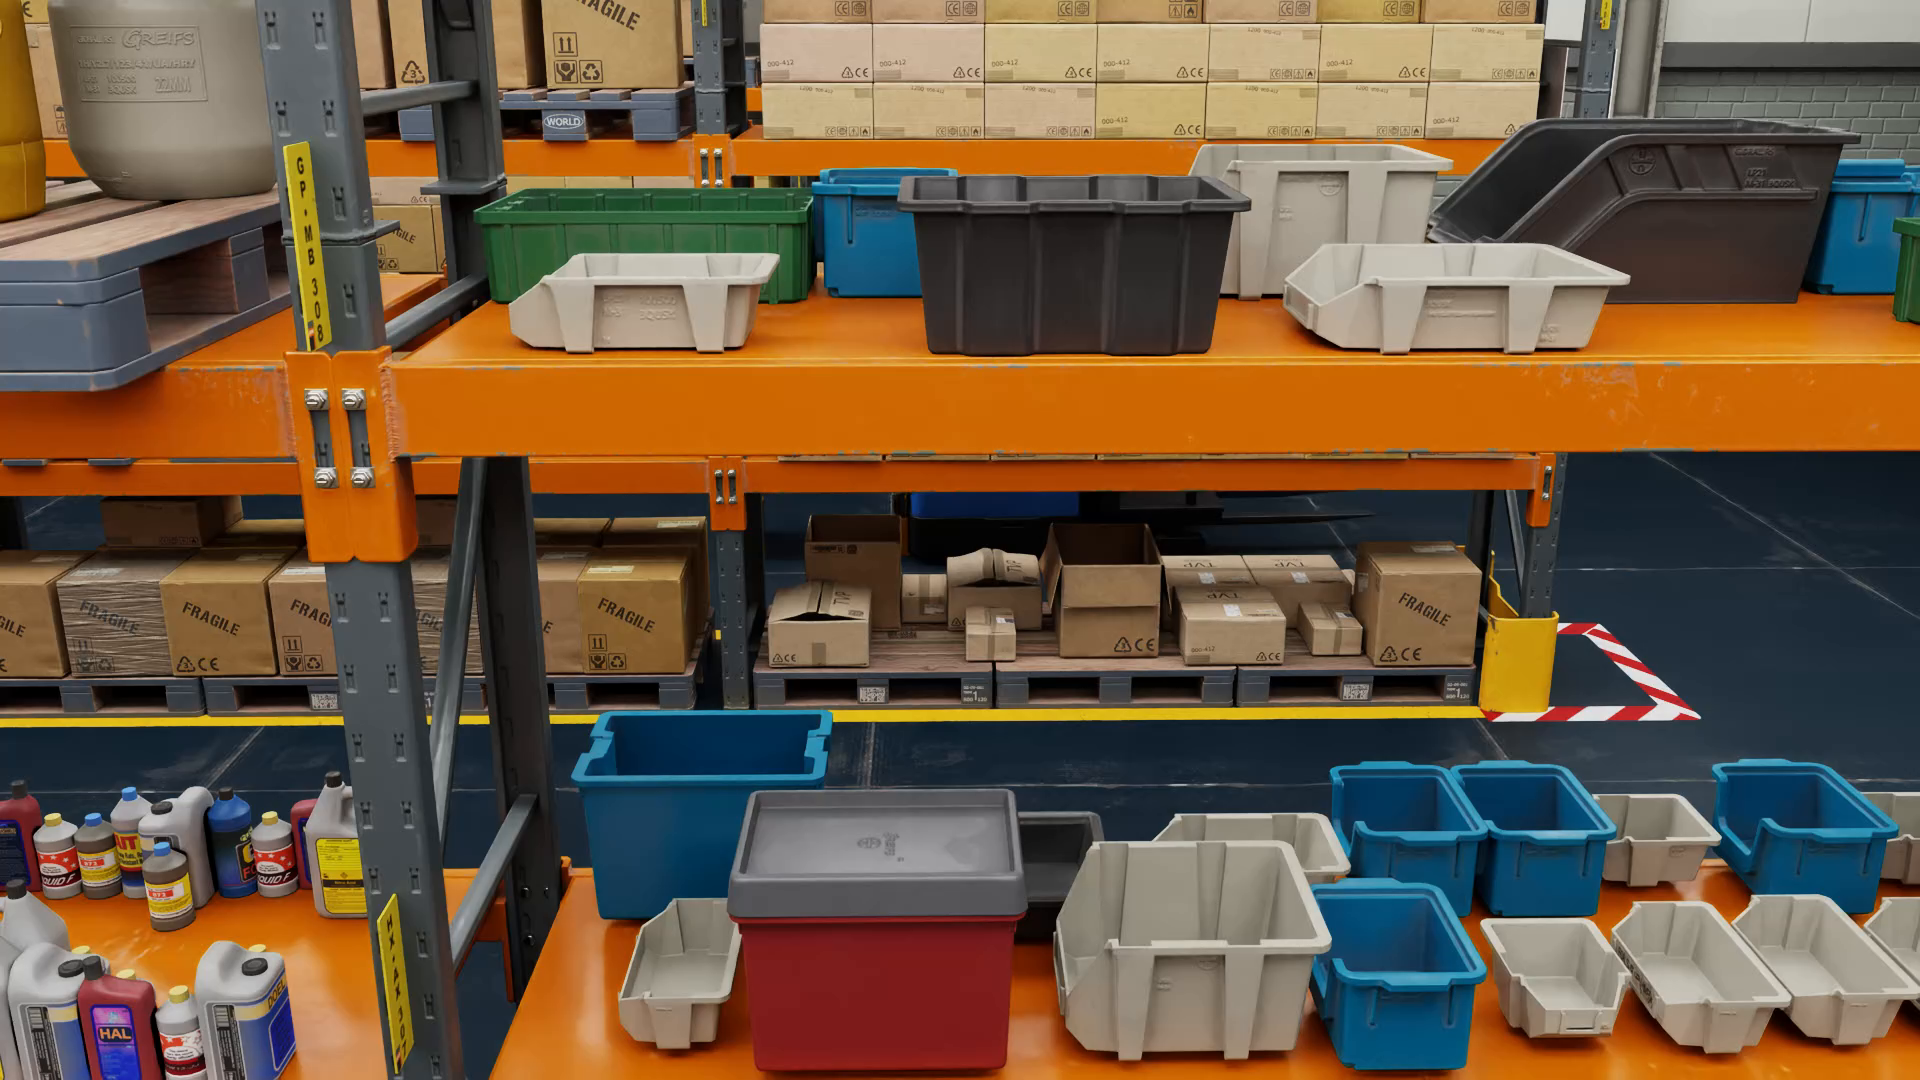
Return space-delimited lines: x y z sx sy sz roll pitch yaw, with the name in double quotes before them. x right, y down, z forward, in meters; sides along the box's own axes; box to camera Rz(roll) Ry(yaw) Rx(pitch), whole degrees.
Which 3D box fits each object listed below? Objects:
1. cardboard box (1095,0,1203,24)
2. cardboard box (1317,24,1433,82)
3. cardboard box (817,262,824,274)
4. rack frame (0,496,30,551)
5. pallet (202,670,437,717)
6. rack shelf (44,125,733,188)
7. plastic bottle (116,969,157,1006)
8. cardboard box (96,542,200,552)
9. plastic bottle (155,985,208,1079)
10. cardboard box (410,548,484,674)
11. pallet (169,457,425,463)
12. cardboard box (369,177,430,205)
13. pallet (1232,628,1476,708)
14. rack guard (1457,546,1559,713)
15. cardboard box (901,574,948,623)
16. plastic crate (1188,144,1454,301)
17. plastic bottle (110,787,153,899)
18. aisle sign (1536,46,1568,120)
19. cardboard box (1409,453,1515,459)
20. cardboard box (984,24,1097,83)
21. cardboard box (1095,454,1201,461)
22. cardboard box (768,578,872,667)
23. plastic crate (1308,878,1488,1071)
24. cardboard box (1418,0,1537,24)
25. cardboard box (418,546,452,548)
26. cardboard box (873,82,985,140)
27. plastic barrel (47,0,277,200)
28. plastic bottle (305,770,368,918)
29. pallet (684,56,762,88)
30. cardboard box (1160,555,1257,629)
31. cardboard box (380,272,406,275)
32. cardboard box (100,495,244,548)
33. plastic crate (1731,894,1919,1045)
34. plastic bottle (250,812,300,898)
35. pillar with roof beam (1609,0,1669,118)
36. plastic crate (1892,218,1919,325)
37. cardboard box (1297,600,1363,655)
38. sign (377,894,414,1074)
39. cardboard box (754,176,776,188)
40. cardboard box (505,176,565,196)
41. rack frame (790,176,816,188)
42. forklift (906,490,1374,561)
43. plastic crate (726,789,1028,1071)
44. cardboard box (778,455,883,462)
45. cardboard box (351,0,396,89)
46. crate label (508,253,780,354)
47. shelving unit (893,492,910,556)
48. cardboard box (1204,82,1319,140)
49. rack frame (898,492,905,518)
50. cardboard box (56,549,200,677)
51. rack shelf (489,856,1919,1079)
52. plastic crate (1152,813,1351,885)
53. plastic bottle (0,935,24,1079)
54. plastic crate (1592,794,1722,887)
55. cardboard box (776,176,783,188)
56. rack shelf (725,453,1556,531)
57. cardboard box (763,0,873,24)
"cardboard box" 0.852 -2.699 7.840 0.500 0.500 0.700 0 18 -1
"cardboard box" 1.857 -2.252 7.674 0.500 0.250 0.500 0 18 -1
"cardboard box" -0.658 -1.161 7.955 0.500 0.500 0.500 0 18 1
"rack frame" -5.133 -0.702 8.324 0.127 3.000 1.000 0 18 -1
"pallet" -3.169 0.629 8.741 1.213 0.211 1.003 0 18 -1
"rack shelf" -3.133 -1.797 8.006 4.000 0.370 1.077 0 18 -1
"plastic bottle" -1.698 0.978 3.413 0.097 0.201 0.097 0 18 0
"cardboard box" -4.201 0.203 8.876 0.500 0.500 0.500 0 18 1
"plastic bottle" -1.563 0.996 3.357 0.097 0.201 0.097 0 18 0
"cardboard box" -2.618 0.352 8.412 0.500 0.500 0.500 0 18 0
"pallet" -3.188 -0.621 8.387 1.213 0.211 1.003 0 18 -1
"cardboard box" -4.219 -2.697 12.632 0.500 0.250 0.500 -1 18 -2
"pallet" 1.993 0.592 8.856 1.213 0.211 1.003 0 18 -1
"rack guard" 2.790 0.450 8.825 0.348 0.500 1.175 0 18 -1
"cardboard box" -0.194 0.318 9.094 0.250 0.149 0.380 0 18 -1
"plastic crate" 0.720 -0.683 3.548 0.530 0.282 0.437 0 18 -1
"plastic bottle" -2.010 0.733 4.062 0.097 0.271 0.097 0 18 0
"aisle sign" 2.930 -2.068 8.328 0.004 0.787 0.394 0 18 -1
"cardboard box" 2.423 -0.702 8.163 0.500 0.500 0.500 0 18 1
"cardboard box" 0.357 -2.244 7.649 0.500 0.250 0.500 0 18 -1
"cardboard box" 0.901 -0.696 8.142 0.500 0.500 0.500 -1 18 -2
"cardboard box" -0.710 0.414 8.528 0.500 0.311 0.500 0 18 -1
"plastic crate" 0.891 0.912 3.469 0.300 0.233 0.416 0 18 -1
"cardboard box" 2.353 -2.685 7.795 0.500 0.500 0.700 0 18 -1
"cardboard box" -2.654 0.194 8.904 0.500 0.500 0.500 0 18 0
"cardboard box" -0.143 -2.006 7.724 0.500 0.250 0.500 0 18 -1
"plastic barrel" -1.589 -0.975 3.356 0.433 0.535 0.433 0 18 0
"plastic bottle" -1.456 0.718 3.978 0.185 0.351 0.144 0 18 -1
"pallet" -2.131 -3.551 12.611 1.217 0.209 0.805 -1 18 -3
"cardboard box" 1.318 0.280 9.044 0.500 0.250 0.500 0 18 -1
"cardboard box" -4.363 -2.009 12.779 0.250 0.149 0.380 0 18 1
"cardboard box" -4.145 -0.156 8.766 0.500 0.250 0.500 0 18 1
"plastic crate" 1.838 0.926 3.584 0.243 0.136 0.396 0 18 -1
"plastic bottle" -1.681 0.765 4.078 0.097 0.201 0.097 0 18 0
"pillar with roof beam" 5.538 -4.072 9.009 0.400 9.000 9.100 0 18 -1
"plastic crate" 1.959 -0.463 3.016 0.336 0.188 0.450 0 18 -1
"cardboard box" 1.920 0.452 8.647 0.250 0.166 0.380 0 18 -1
"sign" -1.052 0.828 3.102 0.005 0.325 0.100 0 18 -1
"cardboard box" -1.678 -2.709 12.671 0.500 0.250 0.500 0 18 0
"cardboard box" -3.209 -2.705 12.657 0.500 0.250 0.500 -1 18 -2
"rack frame" -1.215 -2.234 13.100 0.127 3.000 1.000 0 18 -1
"forklift" 1.168 -1.420 10.675 3.031 2.935 1.130 -1 18 -4
"plastic crate" -0.162 0.805 3.424 0.583 0.464 0.402 0 18 -1
"cardboard box" -0.619 -0.688 8.117 0.500 0.500 0.500 0 18 1
"cardboard box" -2.972 -2.457 7.871 0.600 0.600 0.600 -1 18 -3
"crate label" -0.565 -0.425 2.982 0.466 0.136 0.293 0 18 -1
"shelving unit" -0.883 -0.691 10.747 1.083 1.500 0.587 -1 18 -4
"cardboard box" 1.357 -2.009 7.733 0.500 0.250 0.500 0 18 -1
"rack frame" -0.385 -0.702 10.779 0.032 1.500 0.500 -1 18 -4
"cardboard box" -4.150 0.360 8.386 0.500 0.500 0.500 -1 18 -3
"rack shelf" 0.941 1.125 3.808 4.000 0.370 1.077 0 18 -1
"plastic crate" 0.678 0.789 4.011 0.466 0.136 0.293 0 18 -1
"plastic bottle" -1.973 0.920 3.350 0.185 0.351 0.144 0 18 -1
"plastic crate" 1.688 0.750 4.133 0.298 0.136 0.250 0 18 -1
"cardboard box" -1.679 -2.867 13.163 0.500 0.250 0.500 0 18 1
"rack shelf" 0.866 -0.388 8.524 4.000 0.370 1.077 0 18 -1
"cardboard box" -0.648 -2.687 7.801 0.500 0.500 0.700 0 18 -1
